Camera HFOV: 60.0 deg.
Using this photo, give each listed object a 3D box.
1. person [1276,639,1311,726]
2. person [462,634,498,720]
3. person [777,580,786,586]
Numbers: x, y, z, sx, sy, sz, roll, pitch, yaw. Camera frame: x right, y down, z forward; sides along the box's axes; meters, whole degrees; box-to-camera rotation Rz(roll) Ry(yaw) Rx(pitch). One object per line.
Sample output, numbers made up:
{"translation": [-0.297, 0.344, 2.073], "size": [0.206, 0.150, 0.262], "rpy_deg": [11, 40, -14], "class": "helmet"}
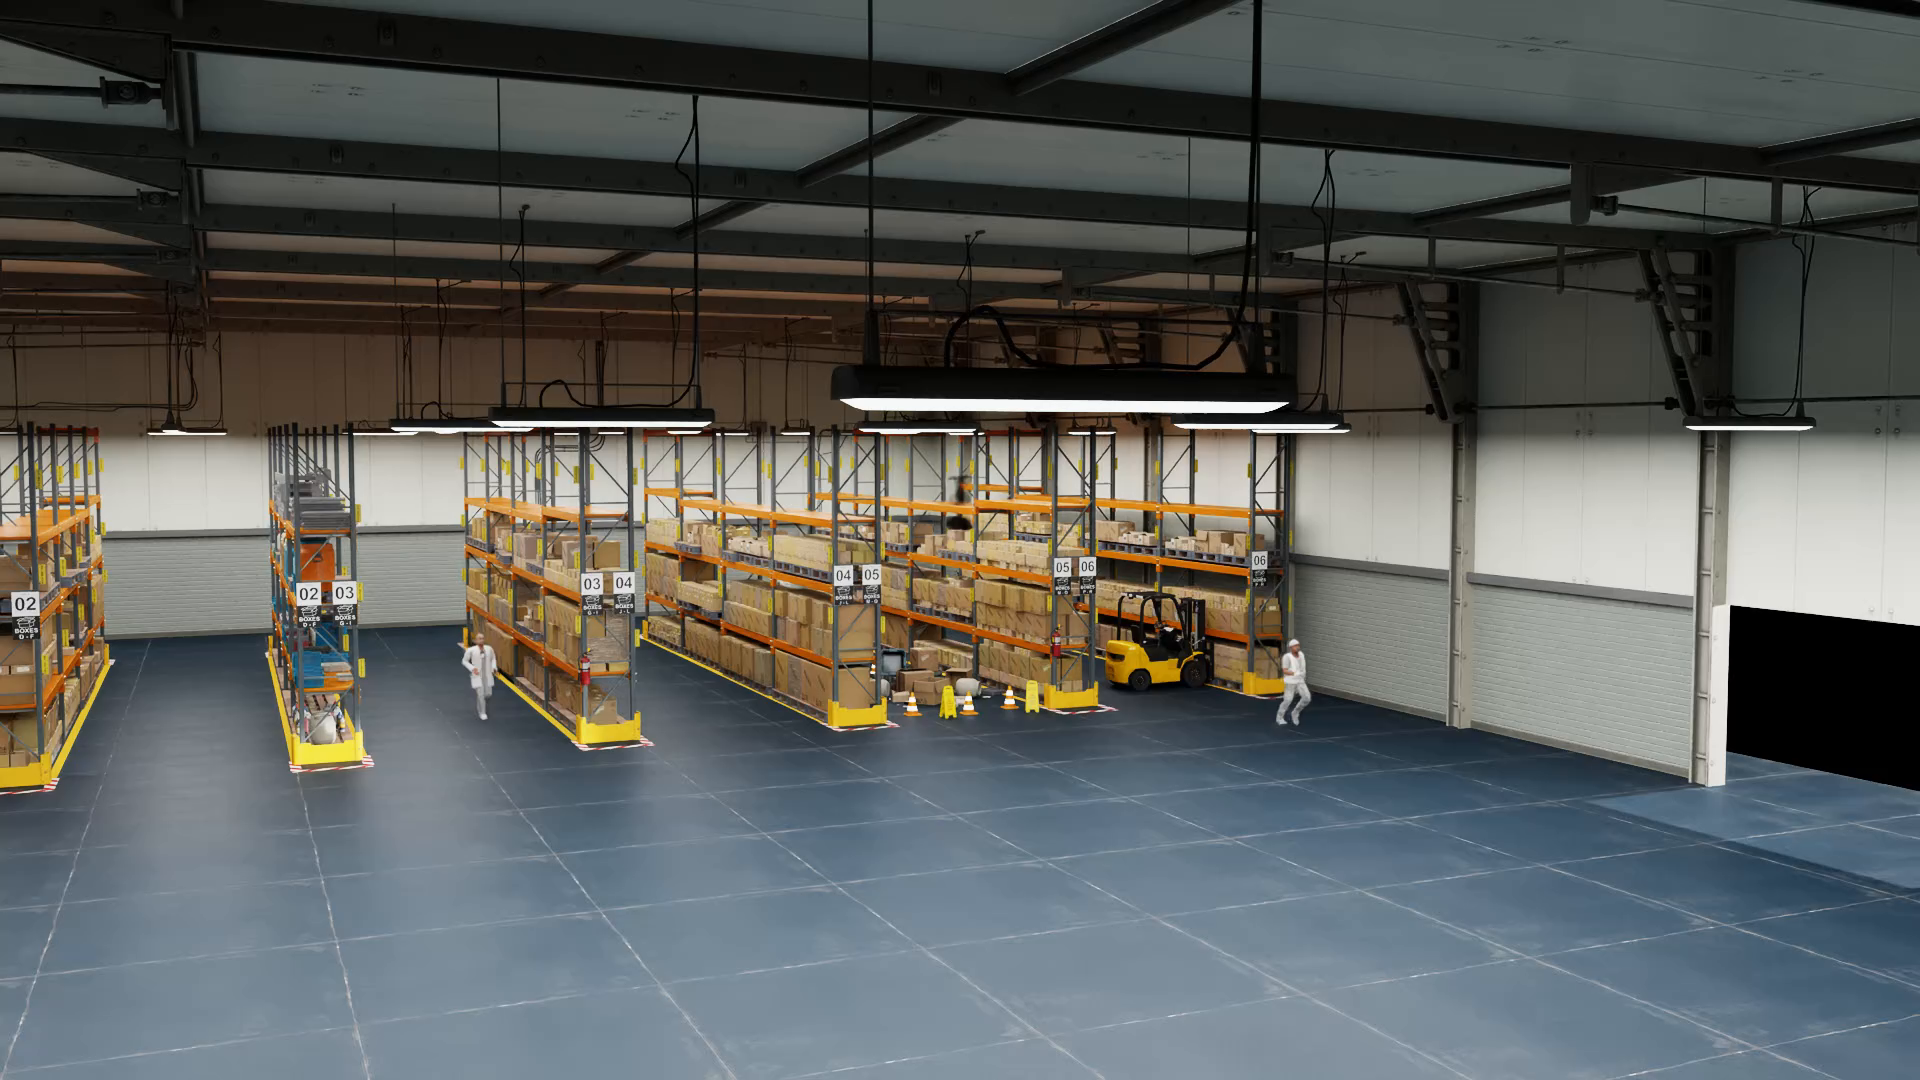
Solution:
{"translation": [6.640, 2.816, 32.881], "size": [0.705, 1.730, 0.840], "rpy_deg": [-2, 4, -26], "class": "person"}
{"translation": [-9.830, 2.789, 34.057], "size": [0.704, 1.729, 0.643], "rpy_deg": [-2, 4, -33], "class": "person"}
{"translation": [-5.598, 1.737, 51.041], "size": [0.677, 1.730, 0.646], "rpy_deg": [-3, 4, -36], "class": "person"}
